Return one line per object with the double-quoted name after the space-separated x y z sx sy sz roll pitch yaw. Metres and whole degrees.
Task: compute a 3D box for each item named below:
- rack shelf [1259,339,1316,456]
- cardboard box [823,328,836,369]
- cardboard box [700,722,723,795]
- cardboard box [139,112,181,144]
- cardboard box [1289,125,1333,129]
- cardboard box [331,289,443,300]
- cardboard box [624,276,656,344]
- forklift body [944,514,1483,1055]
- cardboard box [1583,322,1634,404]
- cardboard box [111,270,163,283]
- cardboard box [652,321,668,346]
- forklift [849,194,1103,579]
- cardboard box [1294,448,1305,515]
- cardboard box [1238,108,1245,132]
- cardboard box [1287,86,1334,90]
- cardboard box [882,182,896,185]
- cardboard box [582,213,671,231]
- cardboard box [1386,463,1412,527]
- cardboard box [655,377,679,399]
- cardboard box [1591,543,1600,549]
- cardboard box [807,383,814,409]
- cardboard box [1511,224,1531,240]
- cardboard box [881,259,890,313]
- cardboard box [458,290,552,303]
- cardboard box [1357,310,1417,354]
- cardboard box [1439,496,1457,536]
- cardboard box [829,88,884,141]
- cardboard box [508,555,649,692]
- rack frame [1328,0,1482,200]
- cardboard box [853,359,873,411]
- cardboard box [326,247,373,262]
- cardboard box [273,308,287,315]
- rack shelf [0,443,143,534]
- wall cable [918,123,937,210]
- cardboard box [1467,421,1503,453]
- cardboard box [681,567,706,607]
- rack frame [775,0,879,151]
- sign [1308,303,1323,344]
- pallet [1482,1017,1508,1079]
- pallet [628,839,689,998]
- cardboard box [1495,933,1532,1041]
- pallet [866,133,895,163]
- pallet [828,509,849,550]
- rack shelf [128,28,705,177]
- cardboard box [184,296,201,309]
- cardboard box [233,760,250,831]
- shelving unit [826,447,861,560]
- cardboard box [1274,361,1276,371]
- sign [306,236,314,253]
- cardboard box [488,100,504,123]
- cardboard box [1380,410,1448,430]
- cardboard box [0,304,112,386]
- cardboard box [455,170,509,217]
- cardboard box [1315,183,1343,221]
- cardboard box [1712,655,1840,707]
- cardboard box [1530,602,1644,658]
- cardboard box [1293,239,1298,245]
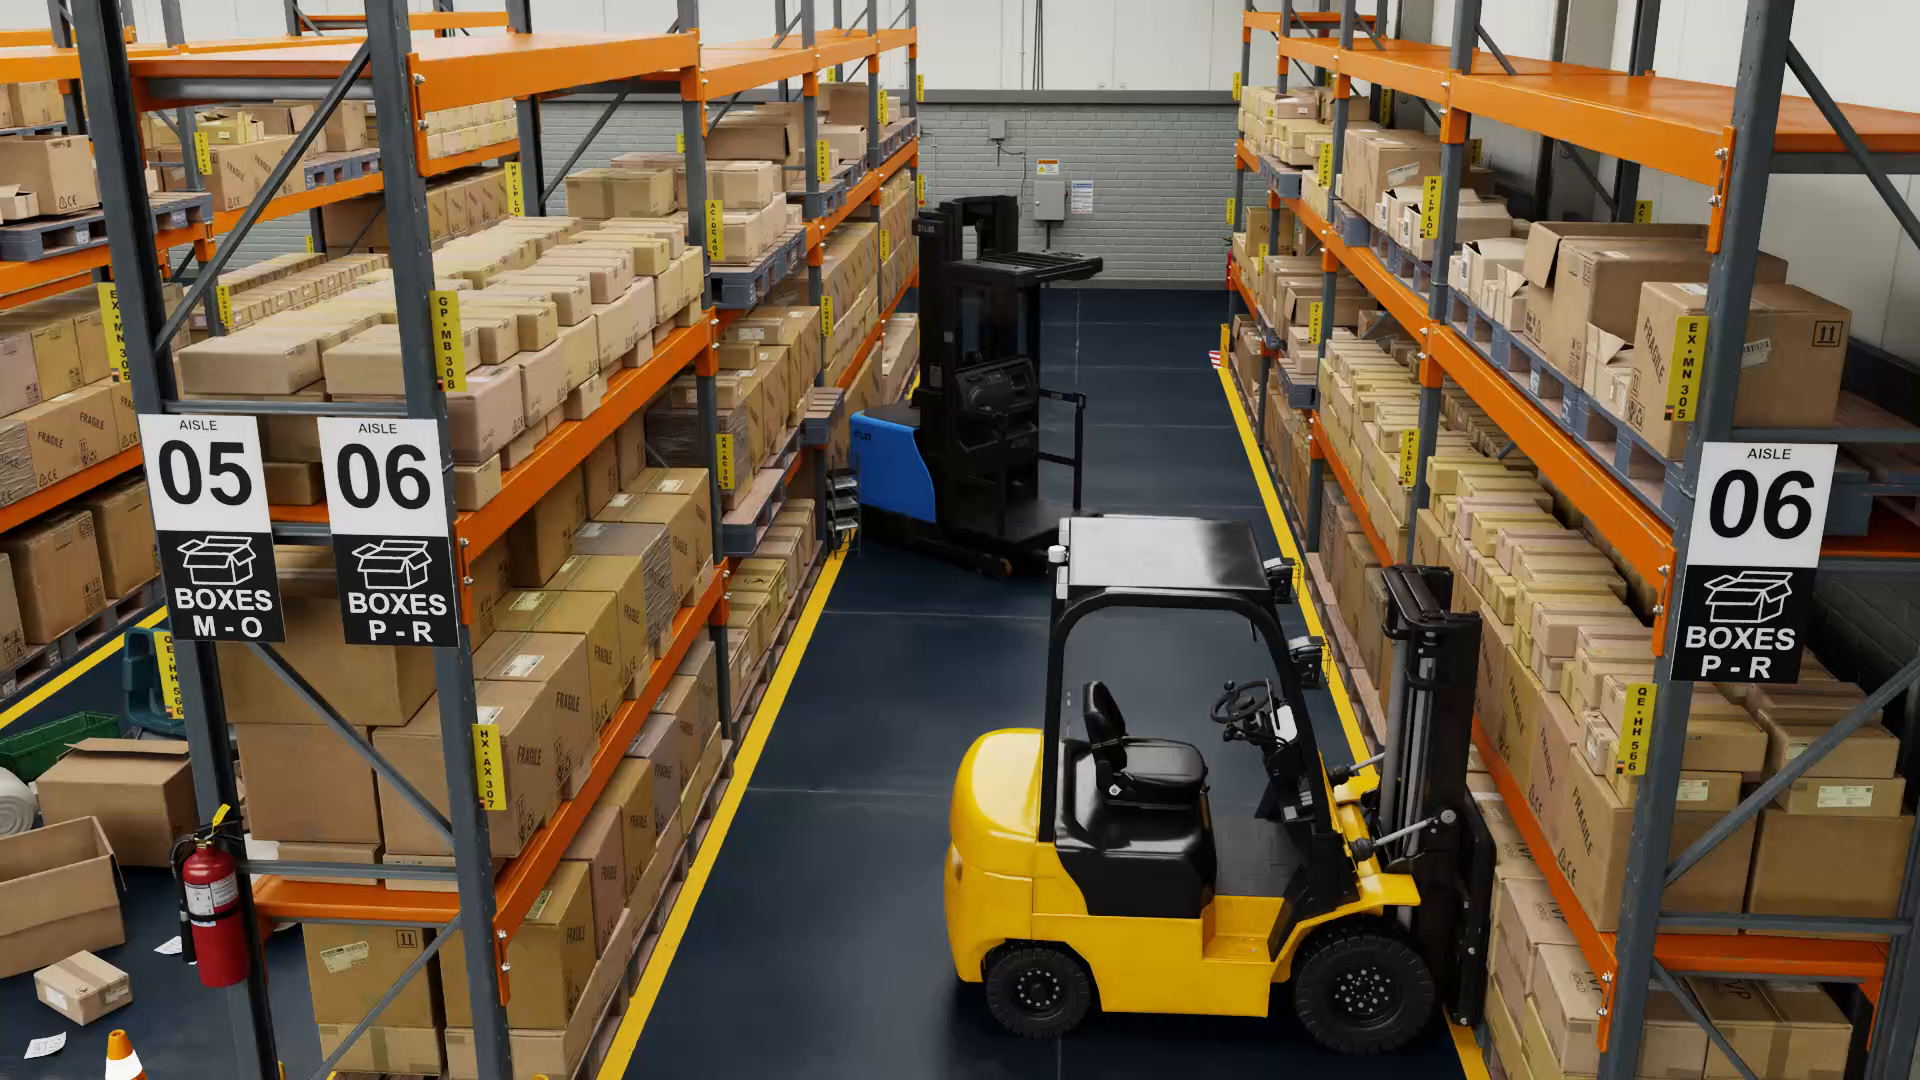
3.483 -1.462 15.223 1.077 0.370 4.000 1 18 4 "rack shelf"
-1.329 -1.611 13.959 0.500 0.250 0.500 1 18 4 "cardboard box"
-1.673 1.246 9.543 0.500 0.250 0.500 2 18 6 "cardboard box"
-6.764 -3.499 14.078 0.396 0.266 0.258 1 18 4 "cardboard box"
3.207 -3.713 15.211 0.380 0.149 0.250 2 18 5 "cardboard box"
-2.304 -0.917 6.709 0.380 0.149 0.250 1 18 4 "cardboard box"
-1.748 -1.088 7.871 0.500 0.250 0.500 1 18 3 "cardboard box"
1.082 1.075 7.687 2.313 2.155 1.214 1 18 4 "forklift body"
2.541 -0.650 6.152 0.396 0.266 0.258 1 18 4 "cardboard box"
-10.889 -2.988 21.462 0.875 0.875 0.875 1 18 4 "cardboard box"
-1.717 -1.095 8.534 0.380 0.149 0.250 1 18 4 "cardboard box"
0.464 -1.263 13.569 3.031 2.935 1.130 16 24 40 "forklift"
3.202 -0.486 14.429 0.500 0.500 0.500 1 18 3 "cardboard box"
3.609 -5.031 19.906 0.500 0.250 0.500 1 18 3 "cardboard box"
4.160 -5.256 19.790 0.500 0.250 0.500 1 18 2 "cardboard box"
-0.938 -4.014 19.046 0.380 0.149 0.250 2 18 6 "cardboard box"
-2.001 -1.789 9.813 0.500 0.250 0.500 1 18 3 "cardboard box"
2.833 -0.265 9.853 0.500 0.250 0.500 1 18 3 "cardboard box"
-2.060 -0.741 10.555 0.500 0.500 0.500 1 18 4 "cardboard box"
3.185 0.126 8.018 0.380 0.149 0.250 2 18 6 "cardboard box"
-1.321 -1.102 12.696 0.380 0.149 0.250 1 18 3 "cardboard box"
3.310 -1.753 9.707 0.380 0.149 0.250 1 18 4 "cardboard box"
-1.030 -2.722 17.753 0.500 0.500 0.500 2 18 6 "cardboard box"
-1.860 -0.909 6.685 0.380 0.149 0.250 1 18 4 "cardboard box"
3.532 -1.586 13.612 0.500 0.500 0.500 2 18 7 "cardboard box"
2.751 -0.123 8.778 0.380 0.149 0.250 2 18 5 "cardboard box"
-1.073 -4.433 17.321 0.500 0.500 0.500 2 18 5 "cardboard box"
-1.777 0.385 7.793 0.500 0.500 0.500 1 18 3 "cardboard box"
3.340 -4.034 12.282 1.000 3.000 0.127 1 18 4 "rack frame"
-1.346 -1.250 16.157 0.875 0.875 0.875 2 18 6 "cardboard box"
-6.516 -2.959 17.999 0.500 0.500 0.500 1 18 4 "cardboard box"
-6.270 -1.984 14.913 0.380 0.149 0.250 1 18 4 "cardboard box"
-6.699 -0.409 12.008 1.077 0.370 4.000 1 18 4 "rack shelf"
-0.657 -6.027 26.316 0.585 1.953 0.123 1 18 4 "wall cable"
3.380 -0.640 10.357 0.380 0.149 0.250 1 18 3 "cardboard box"
-1.628 0.253 9.236 0.380 0.149 0.250 2 18 5 "cardboard box"
-1.325 -5.386 16.408 1.000 3.000 0.127 1 18 4 "rack frame"
2.798 -1.705 13.076 0.100 0.325 0.005 1 18 4 "sign"
2.779 2.388 6.795 1.003 0.211 1.213 1 18 4 "pallet"
-1.996 1.864 8.395 1.003 0.211 1.213 1 18 4 "pallet"
2.536 1.858 6.875 0.500 0.250 0.500 1 18 3 "cardboard box"
-1.256 -4.172 17.663 1.003 0.211 1.213 1 18 4 "pallet"
-1.480 -0.211 14.727 1.003 0.211 1.213 1 18 4 "pallet"
-2.042 -1.936 7.042 1.077 0.370 4.000 1 18 4 "rack shelf"
-6.939 -2.056 14.655 0.380 0.149 0.250 2 18 6 "cardboard box"
-4.097 1.454 9.559 0.258 0.266 0.396 -13 22 -34 "cardboard box"
-0.989 -0.309 13.921 0.258 0.900 0.210 -9 20 -25 "shelving unit"
3.396 -1.780 16.858 0.380 0.149 0.250 1 18 3 "cardboard box"
-6.811 -3.035 17.478 0.100 0.325 0.005 1 18 4 "sign"
-5.797 -5.140 19.914 0.500 0.250 0.500 1 18 2 "cardboard box"
2.894 -0.727 10.623 0.380 0.149 0.250 1 18 3 "cardboard box"
-6.668 -1.439 12.230 0.700 0.500 0.500 1 18 3 "cardboard box"
-5.804 -4.215 20.226 0.500 0.500 0.500 1 18 2 "cardboard box"
3.134 -2.702 13.275 0.500 0.250 0.500 1 18 2 "cardboard box"
3.061 0.542 6.271 0.380 0.149 0.250 2 18 5 "cardboard box"
2.560 0.370 6.795 0.380 0.149 0.250 2 18 5 "cardboard box"
4.107 -3.429 19.833 0.500 0.250 0.500 1 18 4 "cardboard box"
